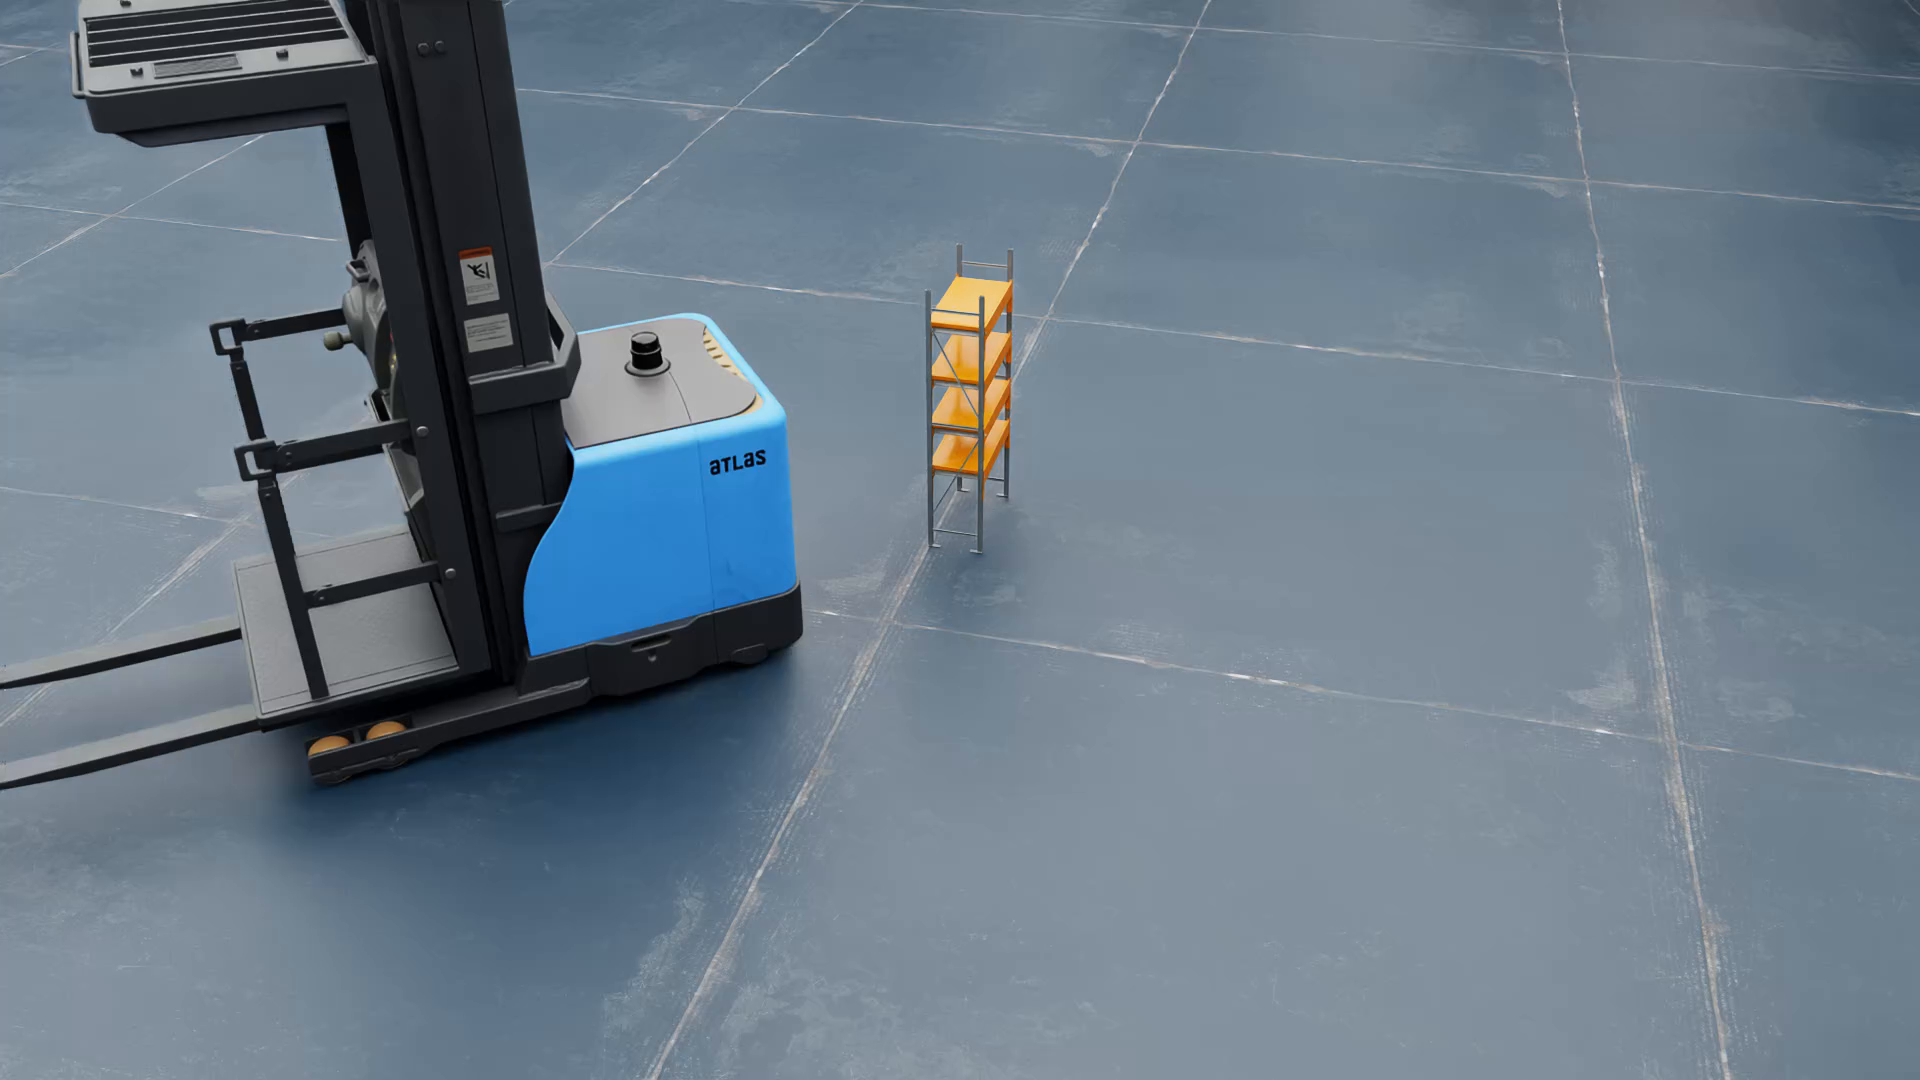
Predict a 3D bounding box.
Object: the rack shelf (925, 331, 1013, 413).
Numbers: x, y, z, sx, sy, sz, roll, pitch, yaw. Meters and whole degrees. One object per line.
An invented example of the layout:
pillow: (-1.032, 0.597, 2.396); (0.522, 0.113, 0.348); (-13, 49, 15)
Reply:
rack shelf: (0.042, -0.724, 6.979); (0.258, 0.148, 0.480); (8, 33, 12)

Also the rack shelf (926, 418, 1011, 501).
rack shelf: (0.042, -0.368, 7.206); (0.258, 0.148, 0.480); (8, 33, 12)

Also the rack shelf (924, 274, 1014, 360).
rack shelf: (0.042, -0.924, 6.852); (0.258, 0.148, 0.480); (8, 33, 12)

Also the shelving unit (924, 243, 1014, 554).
shelving unit: (0.042, -0.592, 7.063); (0.258, 1.200, 0.503); (8, 33, 12)

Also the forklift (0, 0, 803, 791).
forklift: (-2.176, -0.698, 5.616); (3.031, 2.935, 1.130); (-14, 35, -21)

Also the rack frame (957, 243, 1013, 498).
rack frame: (0.104, -0.719, 7.262); (0.240, 1.200, 0.015); (8, 33, 12)

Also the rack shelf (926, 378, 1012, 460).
rack shelf: (0.042, -0.535, 7.099); (0.258, 0.148, 0.480); (8, 33, 12)

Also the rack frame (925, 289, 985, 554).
rack frame: (-0.020, -0.466, 6.864); (0.240, 1.200, 0.015); (8, 33, 12)
